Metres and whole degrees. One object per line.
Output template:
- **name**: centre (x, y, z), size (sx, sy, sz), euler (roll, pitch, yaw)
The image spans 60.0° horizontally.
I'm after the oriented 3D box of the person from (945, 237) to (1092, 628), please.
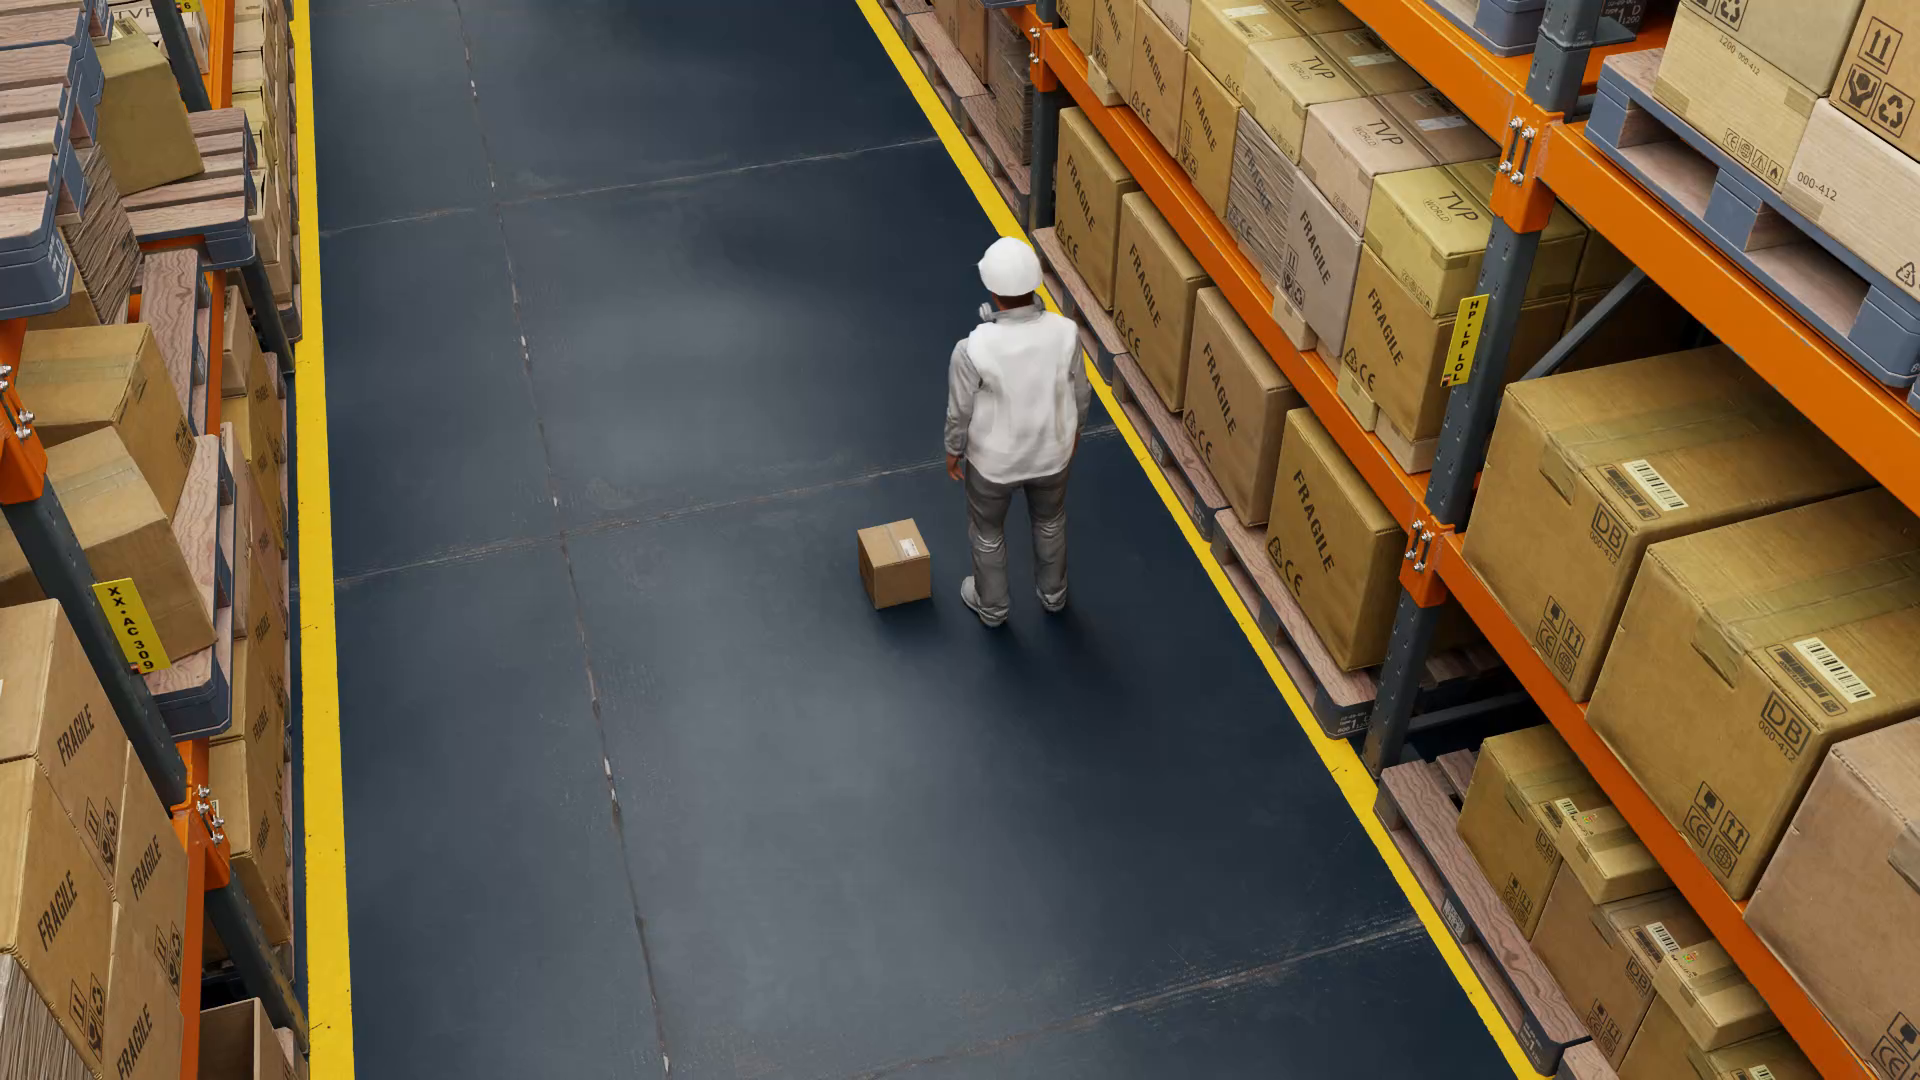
- **person**: centre (0.221, -0.382, 6.566), size (0.579, 1.769, 0.461), euler (-11, 43, -12)
